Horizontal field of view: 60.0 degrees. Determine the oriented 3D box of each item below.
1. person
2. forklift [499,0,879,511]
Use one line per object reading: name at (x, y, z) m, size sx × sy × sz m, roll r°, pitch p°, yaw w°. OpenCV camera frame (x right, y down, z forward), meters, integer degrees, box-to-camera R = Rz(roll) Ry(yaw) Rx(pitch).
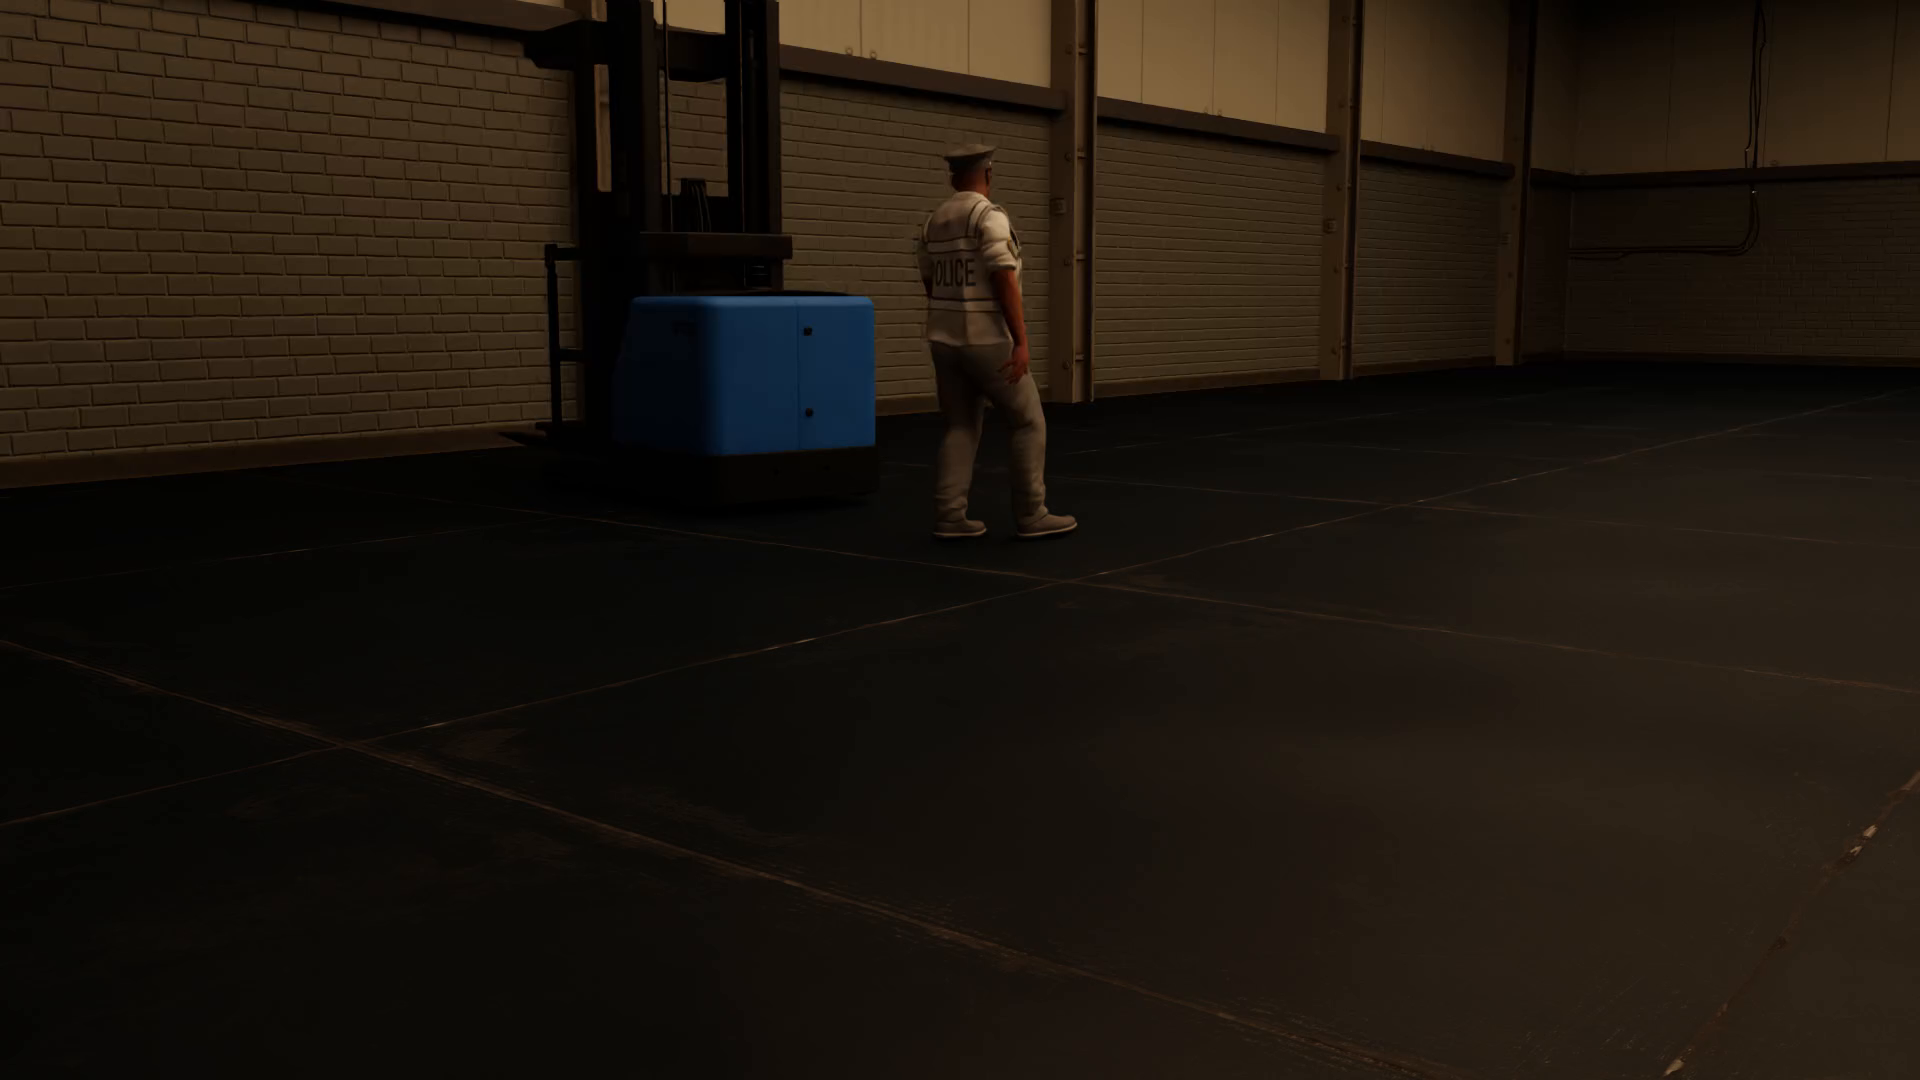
person at (0.151, -0.879, 7.423) m, size 0.682 × 1.736 × 0.616 m, roll 8°, pitch 12°, yaw 44°
forklift at (-1.722, -1.762, 9.326) m, size 1.130 × 2.935 × 3.031 m, roll -6°, pitch 10°, yaw -37°
